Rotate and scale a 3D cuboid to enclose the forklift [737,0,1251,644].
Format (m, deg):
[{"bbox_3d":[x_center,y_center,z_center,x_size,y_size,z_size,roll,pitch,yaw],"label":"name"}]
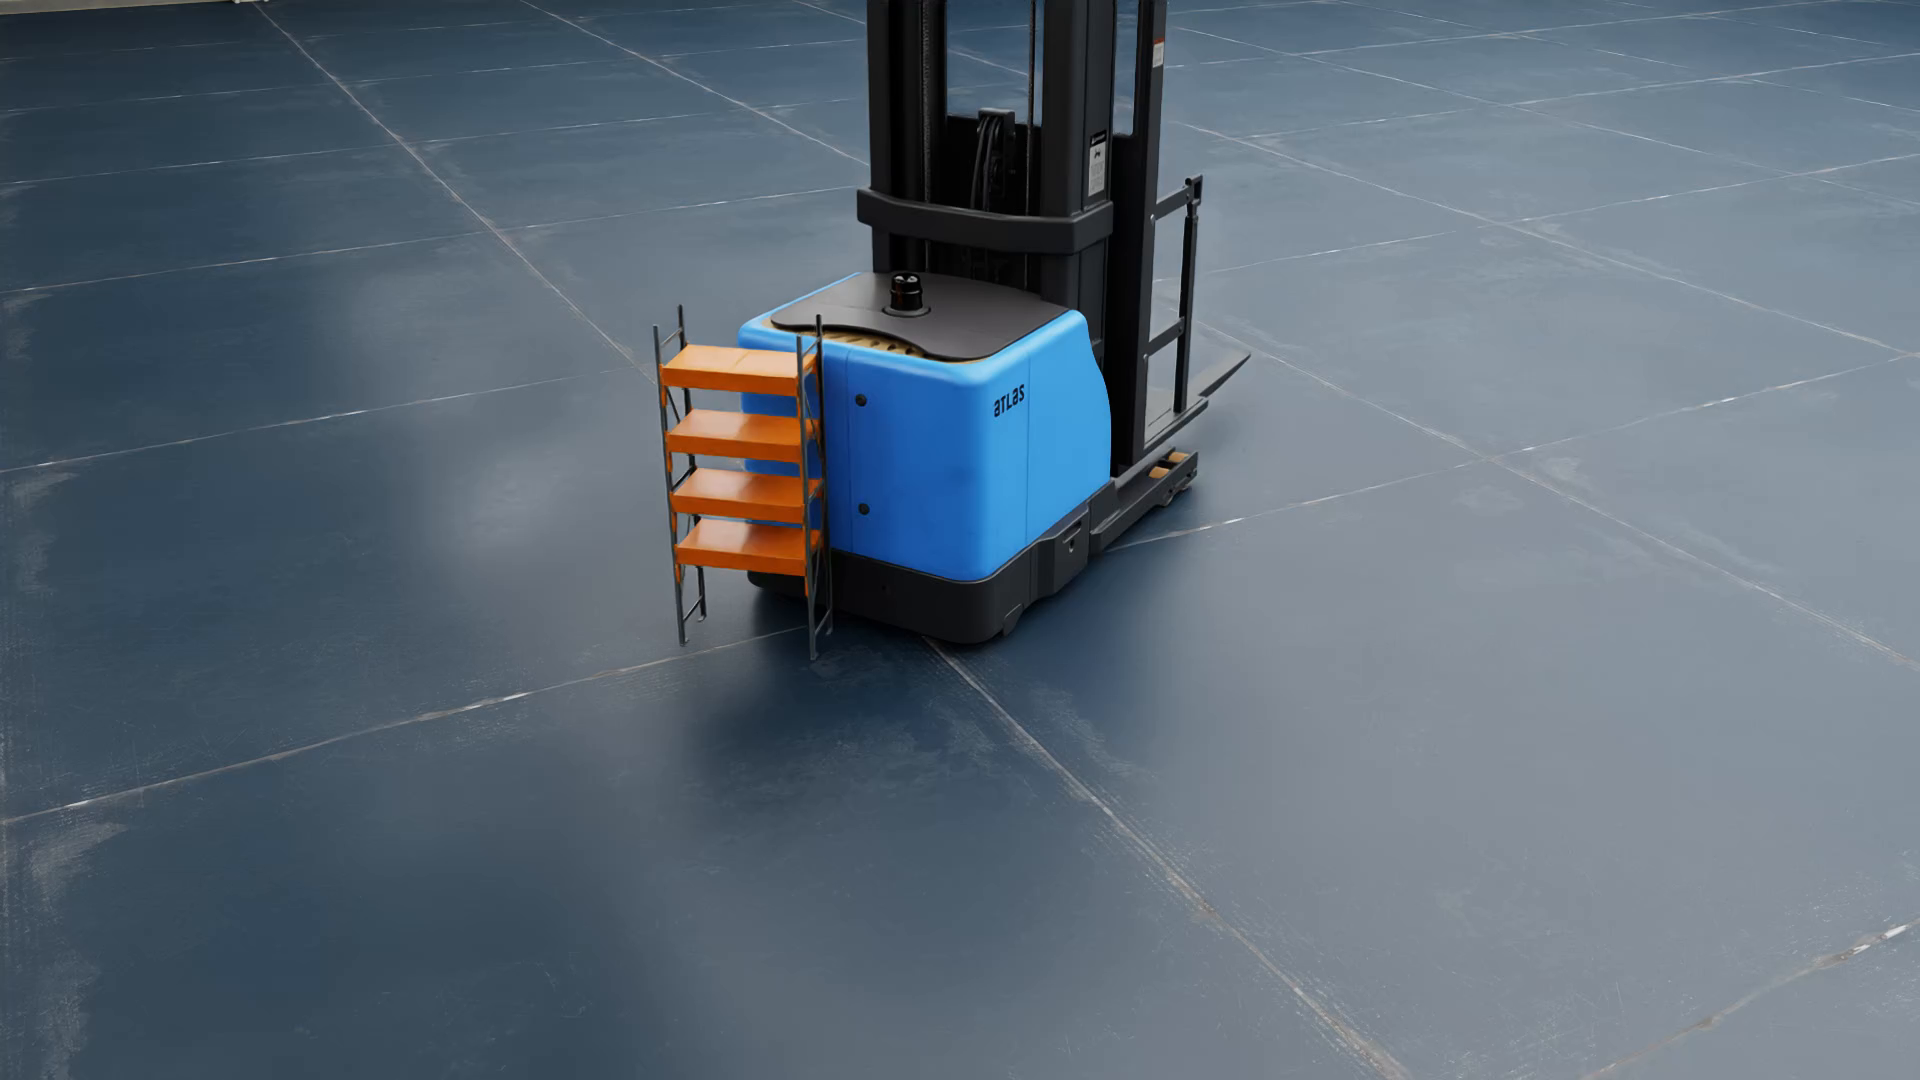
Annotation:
[{"bbox_3d":[0.375,-1.555,6.602,1.130,2.935,3.031,14,29,27],"label":"forklift"}]

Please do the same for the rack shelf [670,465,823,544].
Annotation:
[{"bbox_3d":[-0.733,-0.126,5.781,0.480,0.148,0.258,5,26,11],"label":"rack shelf"}]

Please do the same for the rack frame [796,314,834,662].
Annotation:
[{"bbox_3d":[-0.494,-0.164,5.705,0.015,1.200,0.240,5,26,11],"label":"rack frame"}]

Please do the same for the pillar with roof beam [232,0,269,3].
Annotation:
[{"bbox_3d":[-6.856,-9.163,15.437,0.400,9.000,9.100,-13,29,-25],"label":"pillar with roof beam"}]

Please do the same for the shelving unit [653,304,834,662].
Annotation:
[{"bbox_3d":[-0.733,-0.187,5.752,0.503,1.200,0.258,5,26,11],"label":"shelving unit"}]

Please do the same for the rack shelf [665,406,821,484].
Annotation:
[{"bbox_3d":[-0.733,-0.328,5.685,0.480,0.148,0.258,5,26,11],"label":"rack shelf"}]

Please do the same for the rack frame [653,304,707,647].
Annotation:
[{"bbox_3d":[-0.971,-0.209,5.800,0.015,1.200,0.240,5,26,11],"label":"rack frame"}]

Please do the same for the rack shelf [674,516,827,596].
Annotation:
[{"bbox_3d":[-0.733,0.053,5.867,0.480,0.148,0.258,5,26,11],"label":"rack shelf"}]

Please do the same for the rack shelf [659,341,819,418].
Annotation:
[{"bbox_3d":[-0.733,-0.541,5.582,0.480,0.148,0.258,5,26,11],"label":"rack shelf"}]
